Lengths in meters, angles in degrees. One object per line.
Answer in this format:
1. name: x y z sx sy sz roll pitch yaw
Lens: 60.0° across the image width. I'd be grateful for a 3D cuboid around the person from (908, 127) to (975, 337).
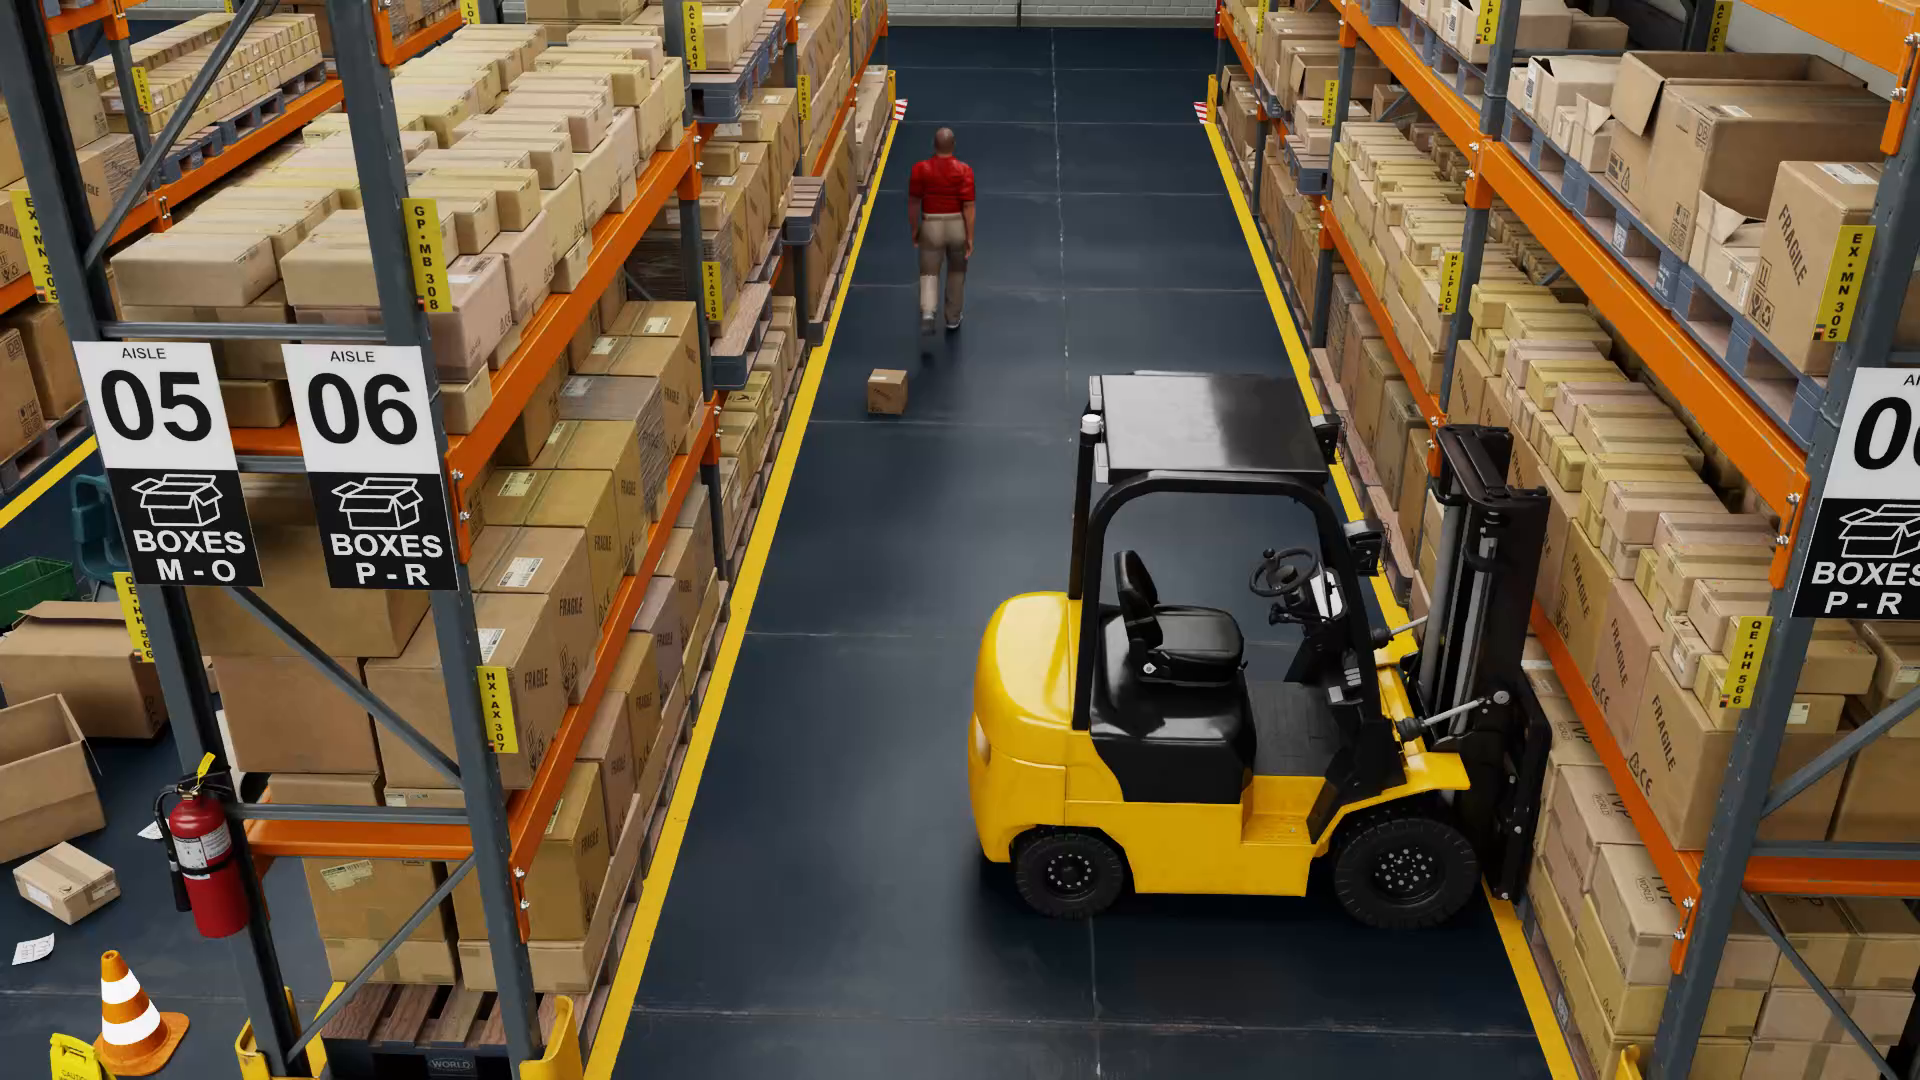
1. person: -0.145 -2.445 13.262 0.538 1.686 0.857 2 28 3
